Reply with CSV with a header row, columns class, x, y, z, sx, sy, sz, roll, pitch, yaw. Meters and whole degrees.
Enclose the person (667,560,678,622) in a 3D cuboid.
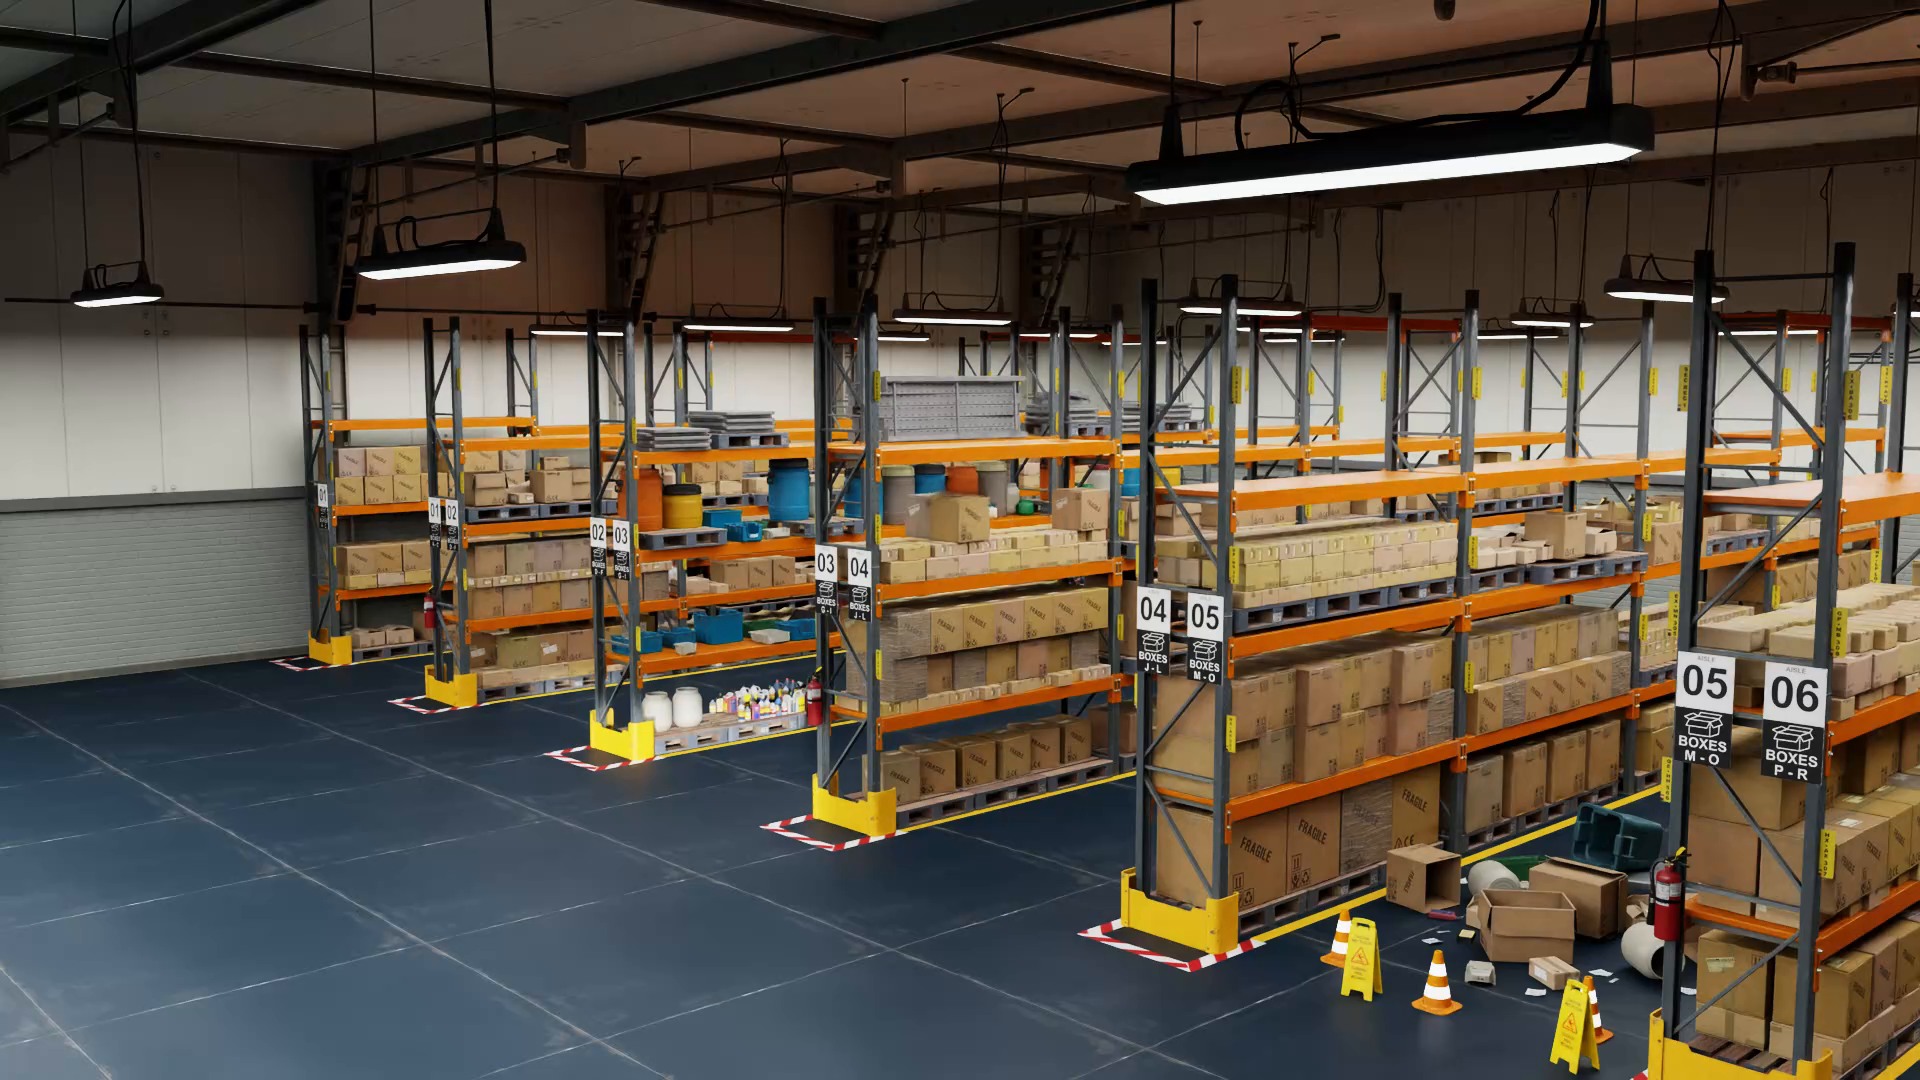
class,x,y,z,sx,sy,sz,roll,pitch,yaw
person,-5.344,1.145,31.090,0.579,1.753,0.447,5,8,43
